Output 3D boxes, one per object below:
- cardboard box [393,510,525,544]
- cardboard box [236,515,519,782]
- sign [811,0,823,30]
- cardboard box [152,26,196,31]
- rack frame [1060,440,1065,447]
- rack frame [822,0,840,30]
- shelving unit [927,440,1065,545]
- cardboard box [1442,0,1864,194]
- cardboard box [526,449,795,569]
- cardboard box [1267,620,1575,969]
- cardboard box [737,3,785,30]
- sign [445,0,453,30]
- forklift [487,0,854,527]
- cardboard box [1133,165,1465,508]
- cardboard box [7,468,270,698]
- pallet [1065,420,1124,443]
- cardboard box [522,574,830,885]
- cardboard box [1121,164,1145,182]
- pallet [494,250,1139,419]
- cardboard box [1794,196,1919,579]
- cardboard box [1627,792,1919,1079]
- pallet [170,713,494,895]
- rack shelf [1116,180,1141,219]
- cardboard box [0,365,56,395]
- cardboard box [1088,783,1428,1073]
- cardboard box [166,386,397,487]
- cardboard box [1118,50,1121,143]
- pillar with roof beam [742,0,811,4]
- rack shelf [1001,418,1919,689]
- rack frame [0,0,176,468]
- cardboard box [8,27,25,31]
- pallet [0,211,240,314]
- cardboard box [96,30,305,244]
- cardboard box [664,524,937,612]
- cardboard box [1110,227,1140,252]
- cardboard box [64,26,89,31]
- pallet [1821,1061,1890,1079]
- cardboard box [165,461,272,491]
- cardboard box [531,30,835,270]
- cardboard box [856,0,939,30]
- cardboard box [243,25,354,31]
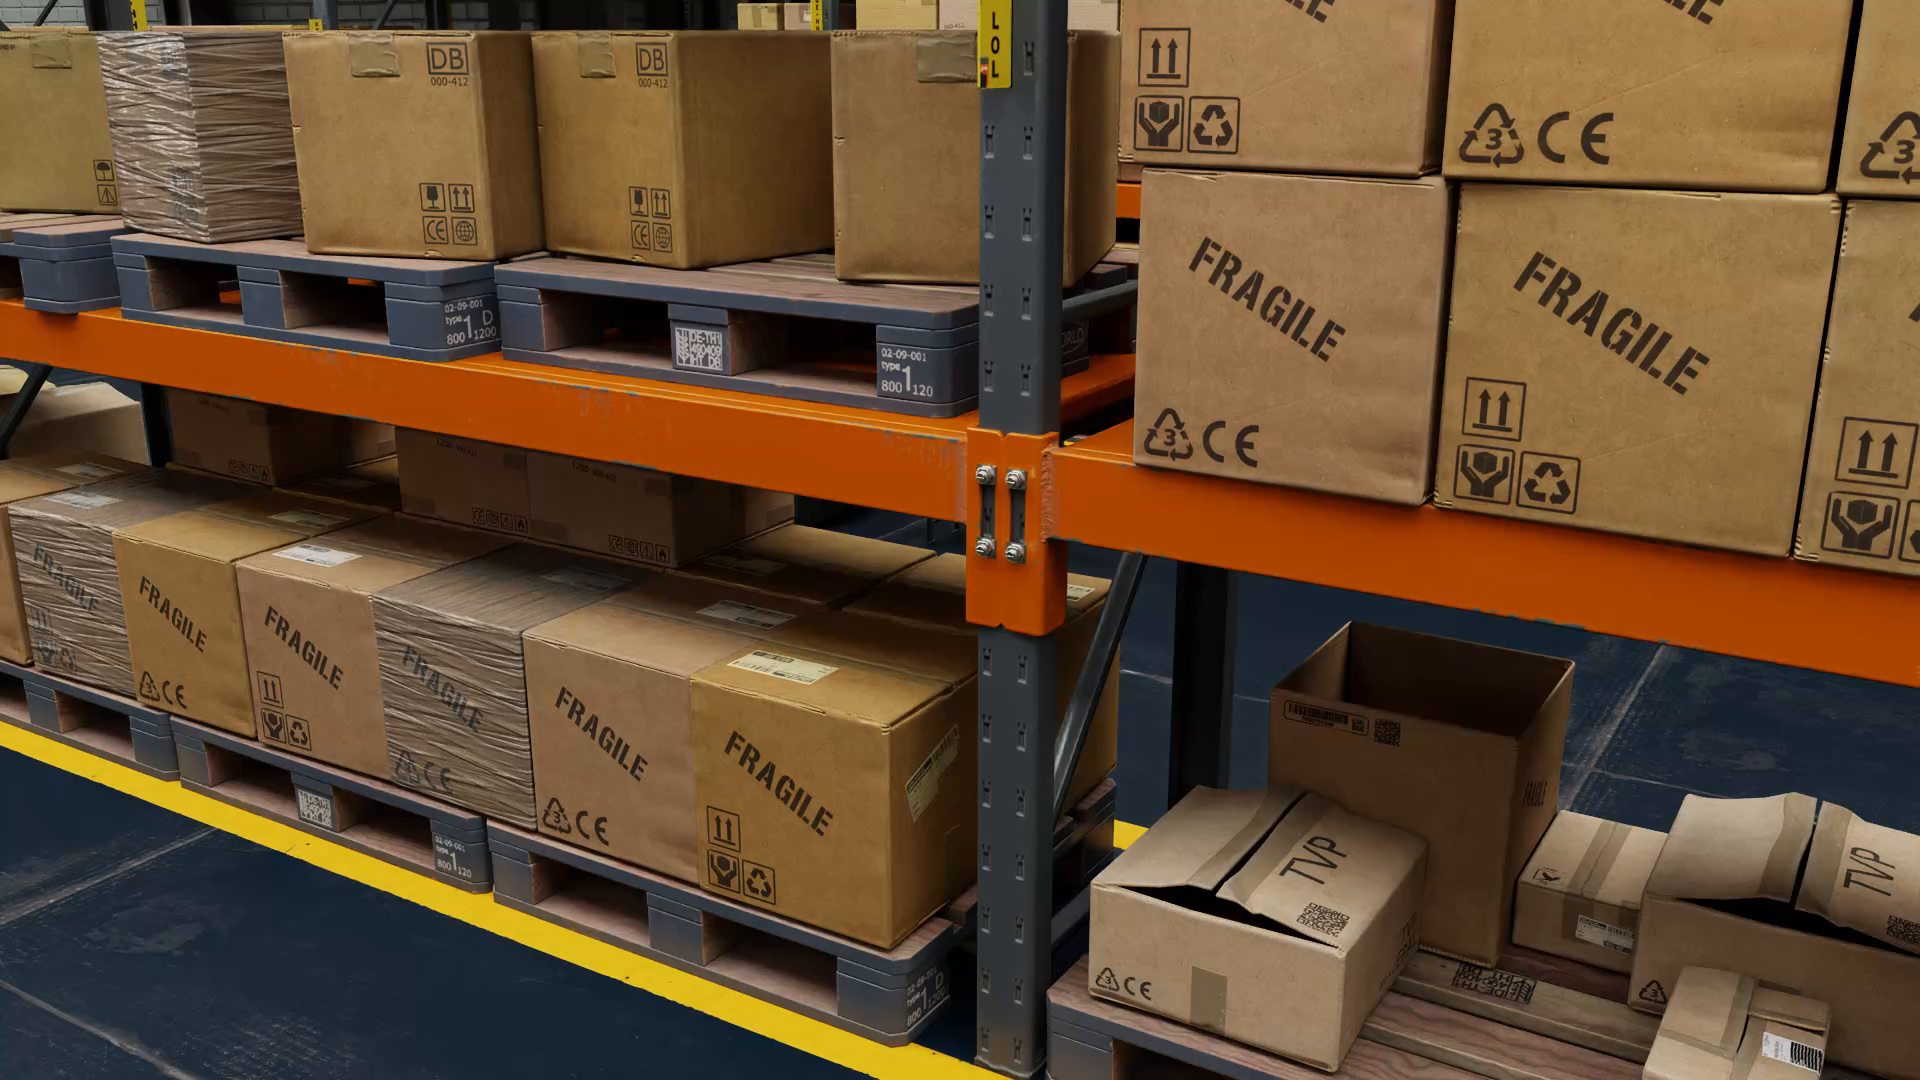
[{"bbox_3d":[-1.253,0.134,4.822,0.500,0.500,0.500,9,19,28],"label":"cardboard box"},{"bbox_3d":[-1.505,0.267,4.386,0.500,0.500,0.500,9,19,28],"label":"cardboard box"},{"bbox_3d":[-0.751,-2.700,8.754,0.005,0.325,0.100,10,20,30],"label":"sign"},{"bbox_3d":[-5.300,-3.374,11.762,0.500,0.500,0.500,9,19,28],"label":"cardboard box"},{"bbox_3d":[0.349,-0.512,6.502,0.015,1.200,0.240,10,20,30],"label":"rack frame"},{"bbox_3d":[-0.475,-2.320,9.358,0.127,3.000,1.000,10,20,30],"label":"rack frame"},{"bbox_3d":[0.141,-0.549,6.624,0.503,1.200,0.258,10,20,30],"label":"shelving unit"},{"bbox_3d":[1.038,-0.791,2.431,0.500,0.500,0.500,9,19,28],"label":"cardboard box"},{"bbox_3d":[-0.793,-0.143,4.446,0.500,0.250,0.500,10,20,30],"label":"cardboard box"},{"bbox_3d":[0.978,0.518,3.560,0.500,0.500,0.500,10,20,30],"label":"cardboard box"},{"bbox_3d":[-1.067,-2.979,9.483,0.250,0.149,0.380,7,18,21],"label":"cardboard box"},{"bbox_3d":[-3.596,-3.620,11.647,0.005,0.325,0.100,10,20,30],"label":"sign"},{"bbox_3d":[-1.811,-1.676,7.356,3.031,2.935,1.130,9,19,26],"label":"forklift"},{"bbox_3d":[0.636,-0.387,2.822,0.500,0.500,0.500,11,20,31],"label":"cardboard box"},{"bbox_3d":[-2.377,0.111,4.898,0.500,0.500,0.500,9,19,28],"label":"cardboard box"},{"bbox_3d":[1.193,-0.661,8.695,1.213,0.211,1.003,10,20,30],"label":"pallet"},{"bbox_3d":[-0.643,0.420,3.881,0.500,0.500,0.500,10,20,30],"label":"cardboard box"},{"bbox_3d":[0.997,-1.871,8.279,0.250,0.149,0.380,10,20,30],"label":"cardboard box"},{"bbox_3d":[-0.280,-0.541,3.831,1.213,0.211,1.003,10,20,30],"label":"pallet"},{"bbox_3d":[1.499,-0.233,2.316,0.500,0.500,0.500,10,20,30],"label":"cardboard box"},{"bbox_3d":[1.617,0.722,3.211,0.500,0.311,0.500,10,20,30],"label":"cardboard box"},{"bbox_3d":[-1.413,0.550,4.706,1.213,0.211,1.003,10,20,30],"label":"pallet"},{"bbox_3d":[1.229,-1.672,8.461,4.000,0.370,1.077,10,20,30],"label":"rack shelf"},{"bbox_3d":[-3.809,-0.476,6.332,0.500,0.311,0.500,10,19,29],"label":"cardboard box"},{"bbox_3d":[0.589,0.709,3.254,0.500,0.311,0.500,10,20,30],"label":"cardboard box"},{"bbox_3d":[-2.094,-0.374,5.206,0.500,0.250,0.500,11,20,32],"label":"cardboard box"},{"bbox_3d":[0.669,-2.225,8.326,0.500,0.500,0.500,10,20,30],"label":"cardboard box"},{"bbox_3d":[-3.383,-4.536,6.332,0.400,9.000,9.100,10,20,30],"label":"pillar with roof beam"},{"bbox_3d":[2.048,0.164,2.417,4.000,0.370,1.077,10,20,30],"label":"rack shelf"},{"bbox_3d":[-3.064,-1.093,5.317,0.127,3.000,1.000,10,20,30],"label":"rack frame"},{"bbox_3d":[-7.043,-3.686,12.790,0.500,0.500,0.500,10,20,30],"label":"cardboard box"},{"bbox_3d":[-2.450,-0.915,5.063,1.003,0.211,1.213,10,20,30],"label":"pallet"},{"bbox_3d":[-1.789,-1.087,4.404,0.500,0.500,0.700,15,22,40],"label":"cardboard box"},{"bbox_3d":[-0.401,0.289,4.312,0.500,0.500,0.500,10,20,31],"label":"cardboard box"},{"bbox_3d":[0.826,-1.213,8.690,0.750,0.750,0.750,10,20,30],"label":"cardboard box"},{"bbox_3d":[-6.190,-3.529,12.270,0.500,0.500,0.500,9,19,28],"label":"cardboard box"},{"bbox_3d":[1.972,1.140,2.765,1.213,0.211,1.003,10,20,30],"label":"pallet"},{"bbox_3d":[-2.145,-0.023,5.340,0.500,0.500,0.500,11,20,32],"label":"cardboard box"},{"bbox_3d":[-0.562,-0.949,3.951,0.500,0.500,0.700,14,22,39],"label":"cardboard box"},{"bbox_3d":[-0.199,-2.741,8.736,0.500,0.250,0.500,11,20,31],"label":"cardboard box"},{"bbox_3d":[-4.448,-3.220,11.255,0.500,0.500,0.500,10,20,30],"label":"cardboard box"}]
